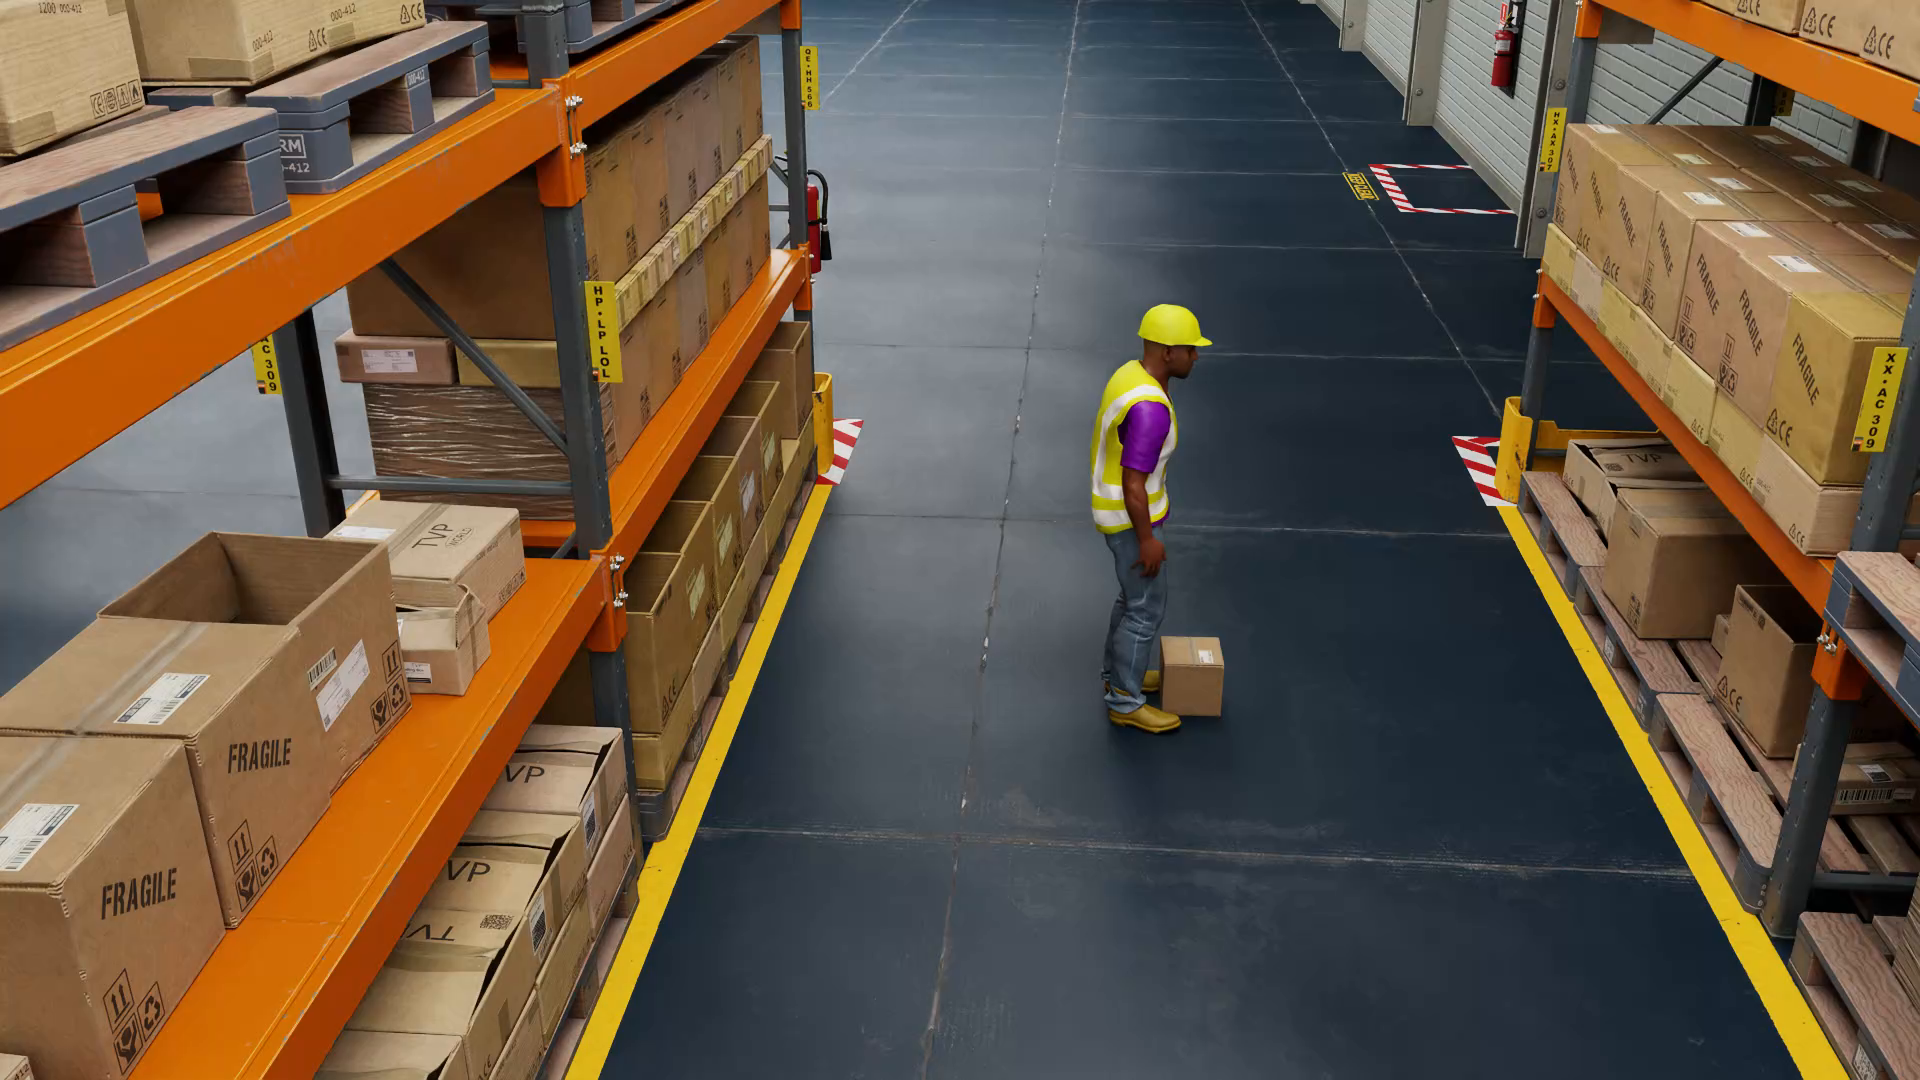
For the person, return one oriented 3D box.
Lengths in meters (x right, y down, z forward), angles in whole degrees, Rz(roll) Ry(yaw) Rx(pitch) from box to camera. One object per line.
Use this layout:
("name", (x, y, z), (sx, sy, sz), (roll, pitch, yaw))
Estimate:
("person", (0.755, -0.102, 6.807), (0.460, 1.760, 0.617), (2, 24, 3))
